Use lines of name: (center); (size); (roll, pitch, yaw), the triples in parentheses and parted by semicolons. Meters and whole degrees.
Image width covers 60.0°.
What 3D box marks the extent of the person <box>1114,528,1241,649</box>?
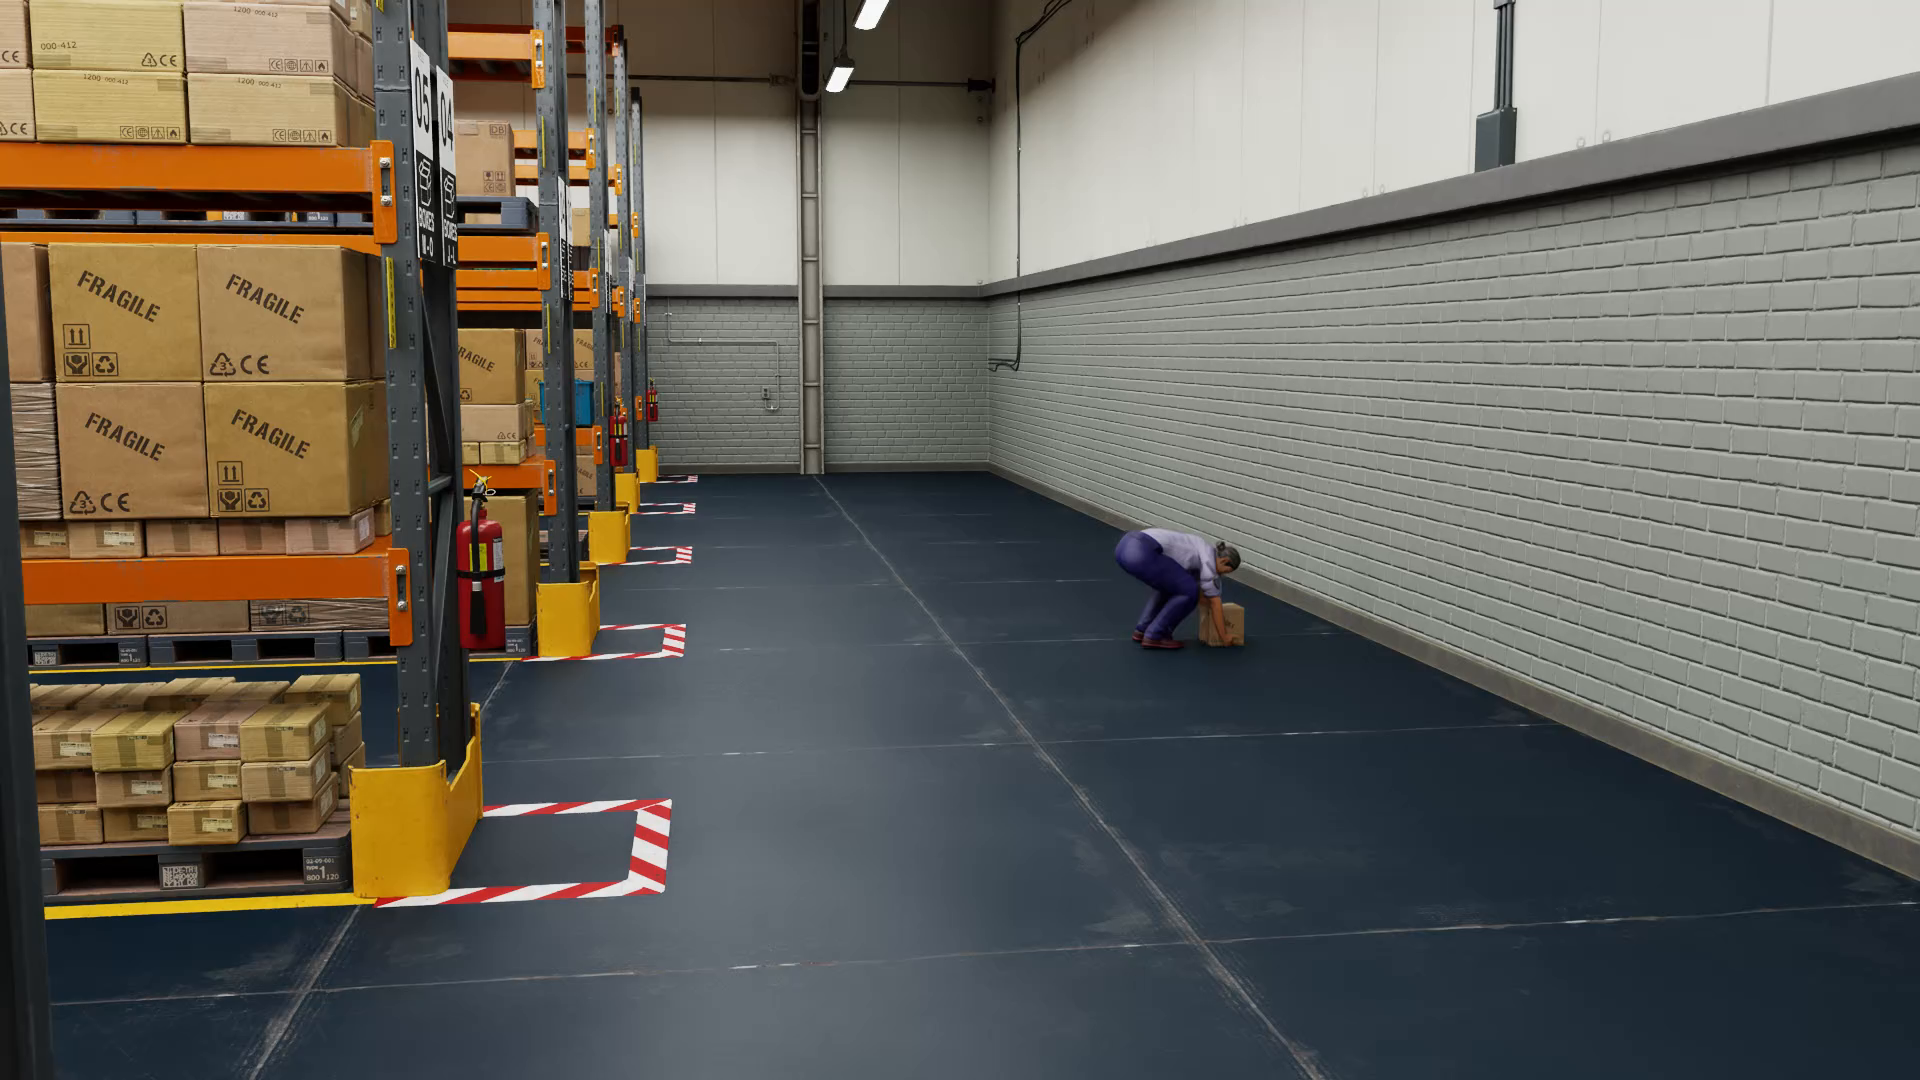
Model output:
person: (1.539, 0.329, 11.657); (0.900, 0.830, 0.502); (-1, 7, -11)
